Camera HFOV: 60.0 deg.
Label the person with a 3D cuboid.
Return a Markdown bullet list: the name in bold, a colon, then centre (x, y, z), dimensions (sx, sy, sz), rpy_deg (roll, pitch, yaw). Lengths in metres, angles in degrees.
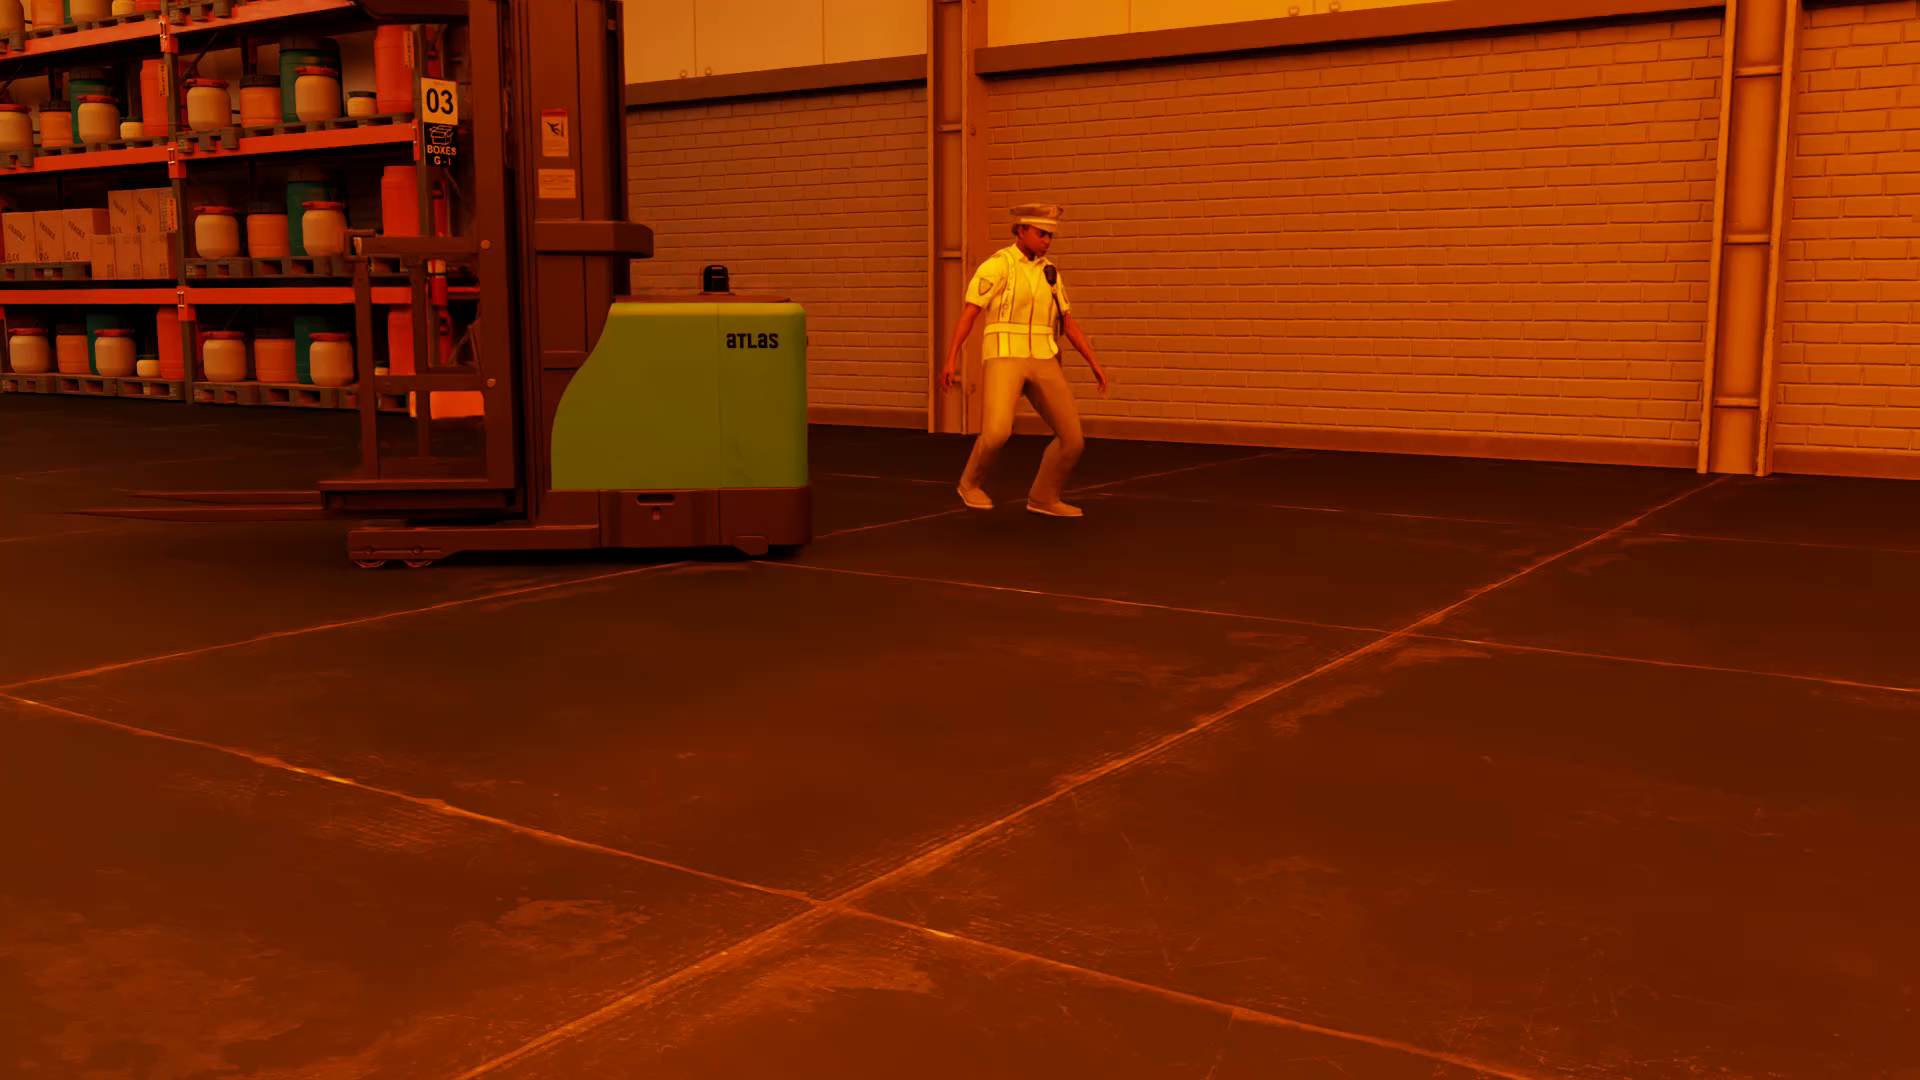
- **person**: centre (0.306, -0.858, 8.174), dimensions (0.835, 1.569, 0.539), rpy_deg (-4, 9, -24)

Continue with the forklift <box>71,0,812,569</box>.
- **forklift**: centre (-2.177, -1.413, 7.127), dimensions (3.031, 2.935, 1.130), rpy_deg (-1, 8, -5)
